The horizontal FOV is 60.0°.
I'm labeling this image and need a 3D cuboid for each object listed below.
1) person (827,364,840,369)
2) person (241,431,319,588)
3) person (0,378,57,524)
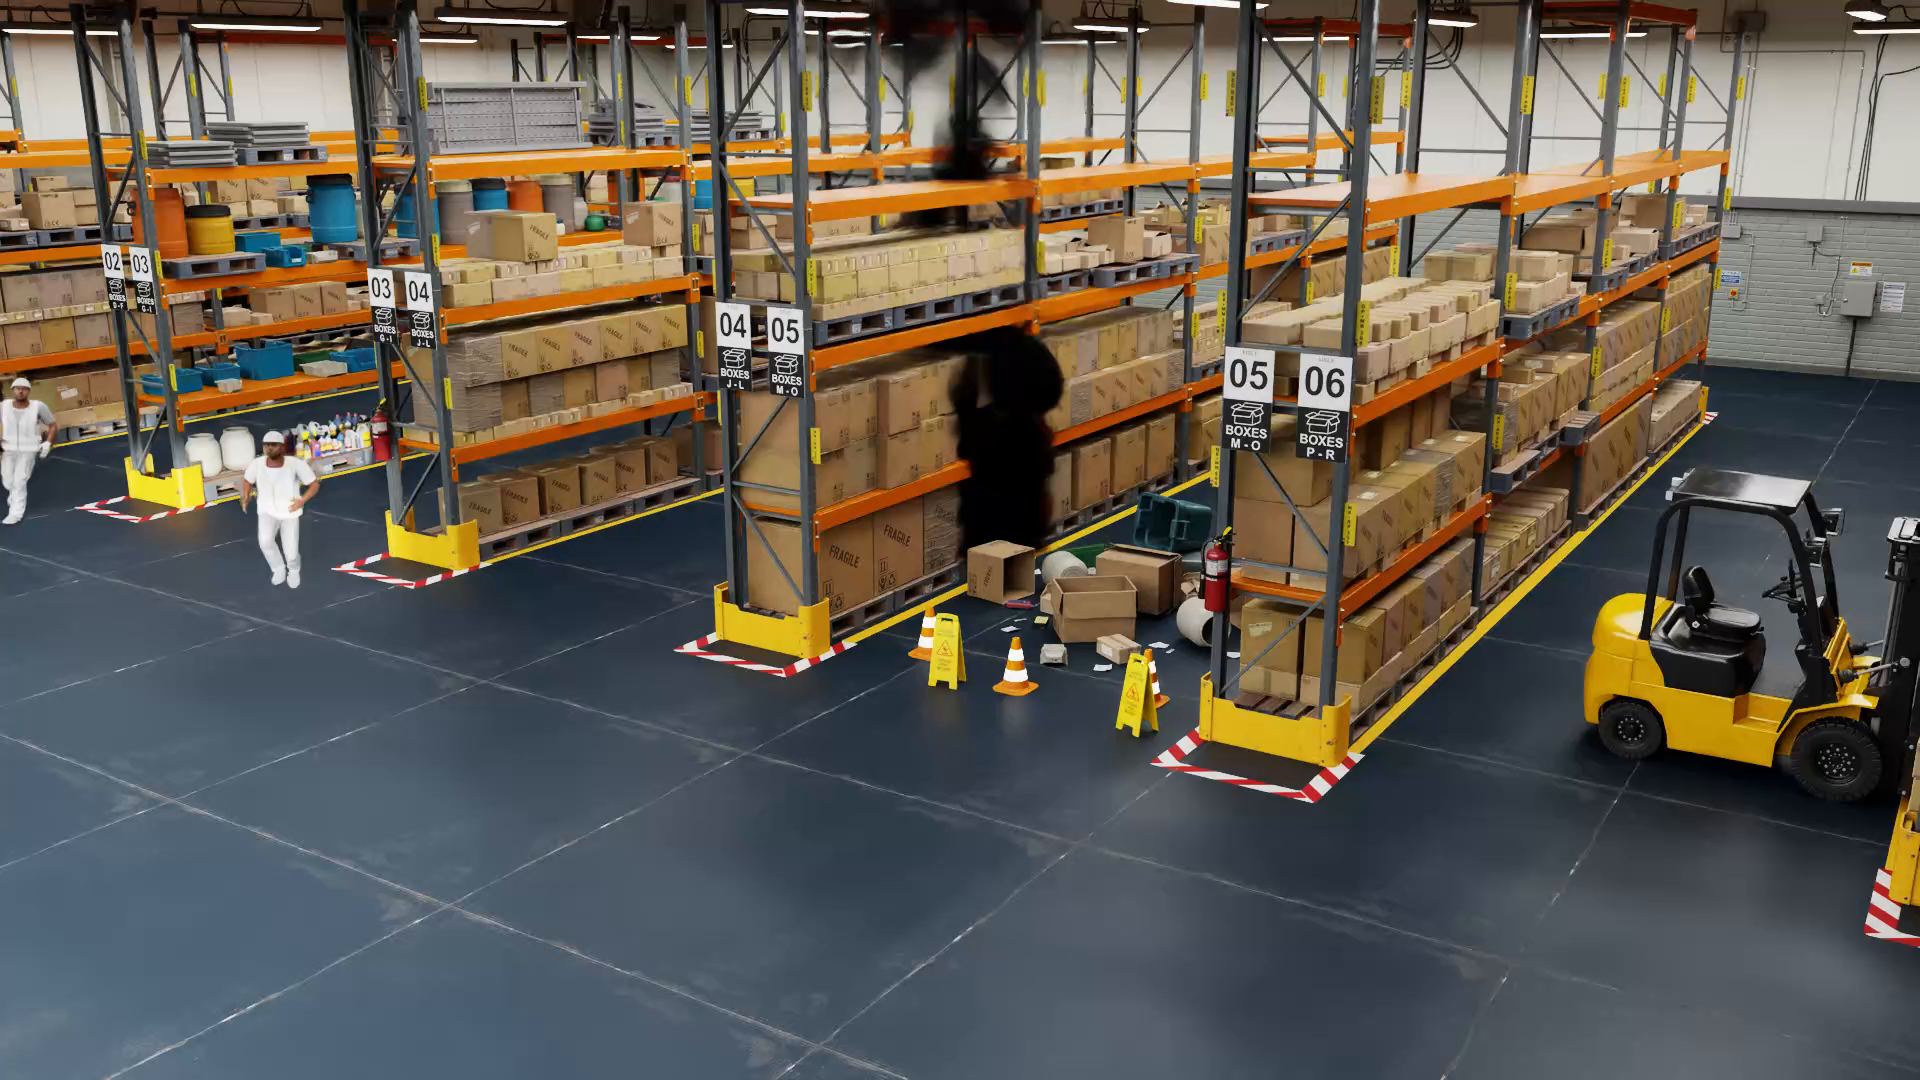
[{"bbox_3d":[-1.410,-1.658,20.804,0.659,1.809,0.757,9,18,30],"label":"person"},{"bbox_3d":[-6.873,-0.263,16.821,0.754,1.704,0.876,-2,16,-8],"label":"person"},{"bbox_3d":[-11.224,-1.089,19.953,0.731,1.707,0.698,-4,16,-15],"label":"person"}]
